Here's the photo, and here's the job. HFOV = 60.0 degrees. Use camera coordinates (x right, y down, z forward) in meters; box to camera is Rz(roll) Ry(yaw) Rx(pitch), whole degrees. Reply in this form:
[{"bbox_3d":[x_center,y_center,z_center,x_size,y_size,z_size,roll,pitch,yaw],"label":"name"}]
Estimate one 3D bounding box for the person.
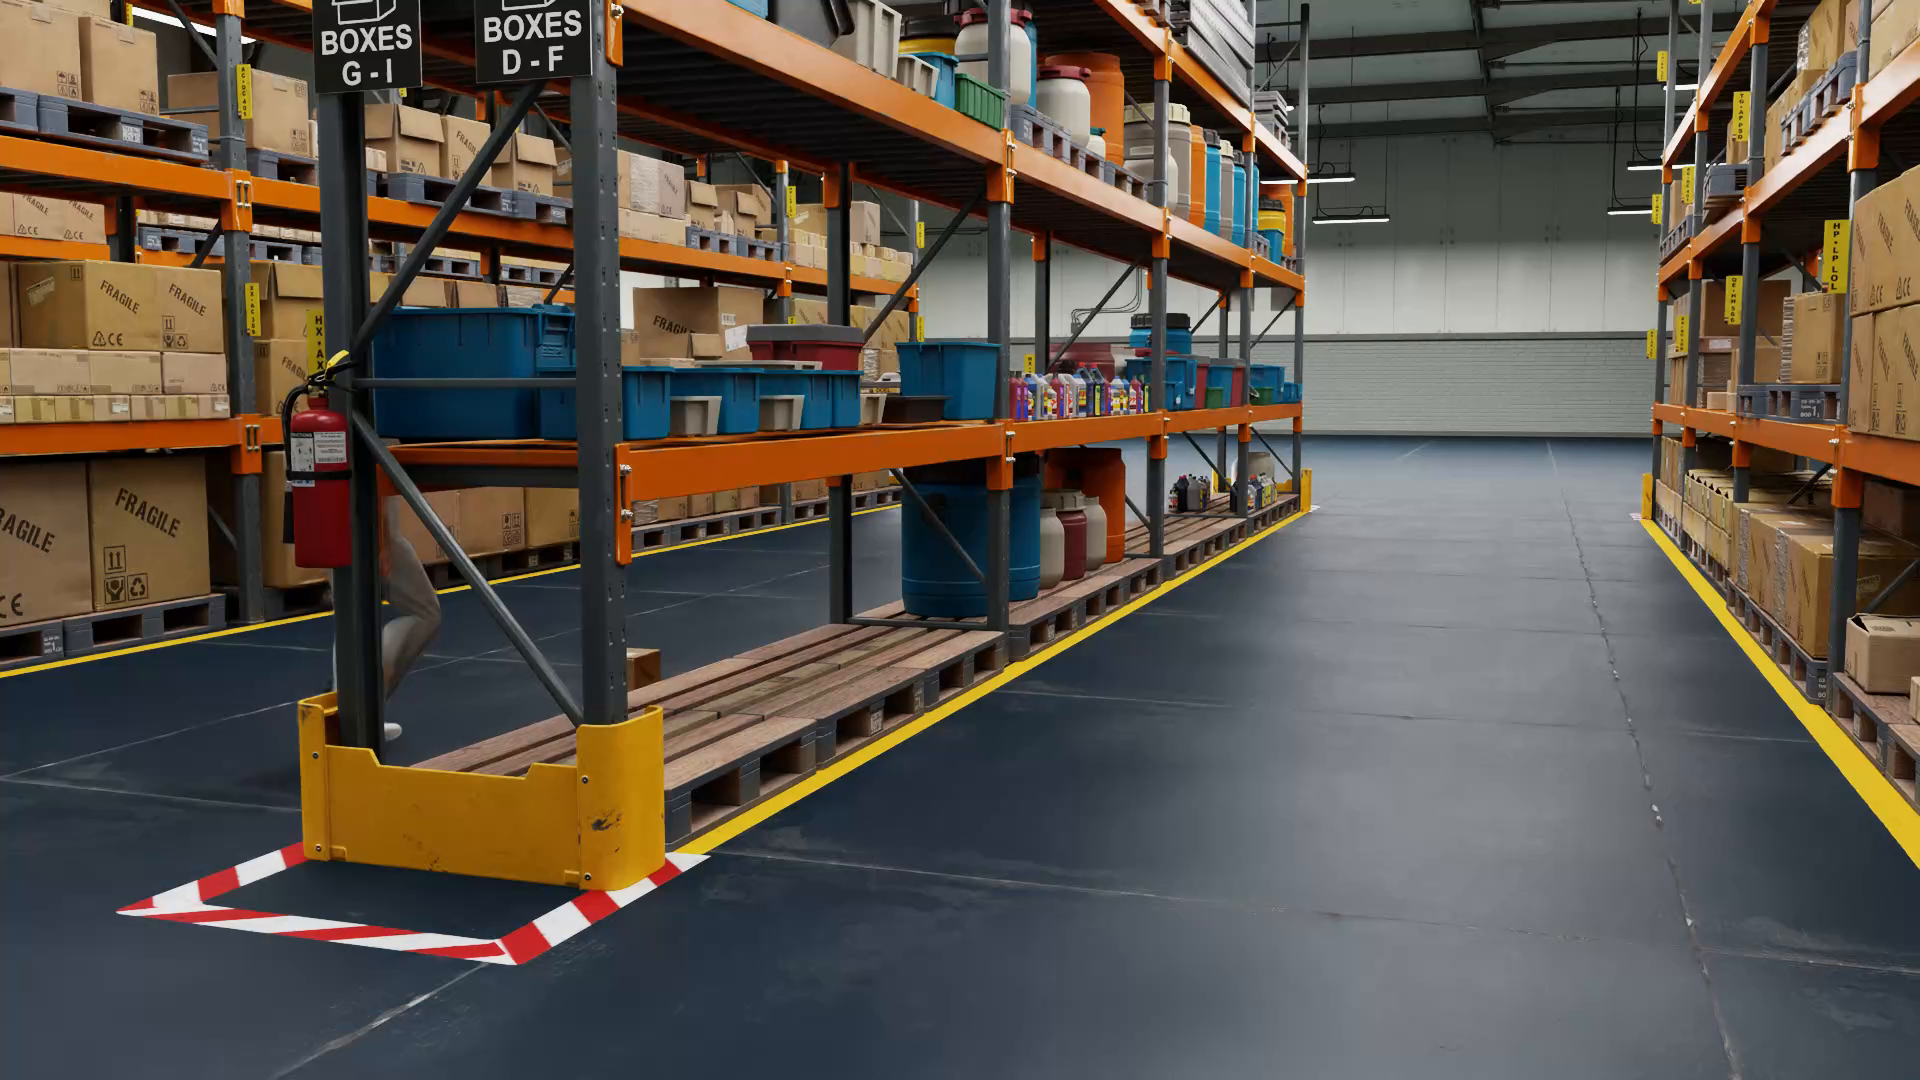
[{"bbox_3d":[-2.411,0.013,6.775,0.474,1.663,0.453,4,7,38],"label":"person"}]
